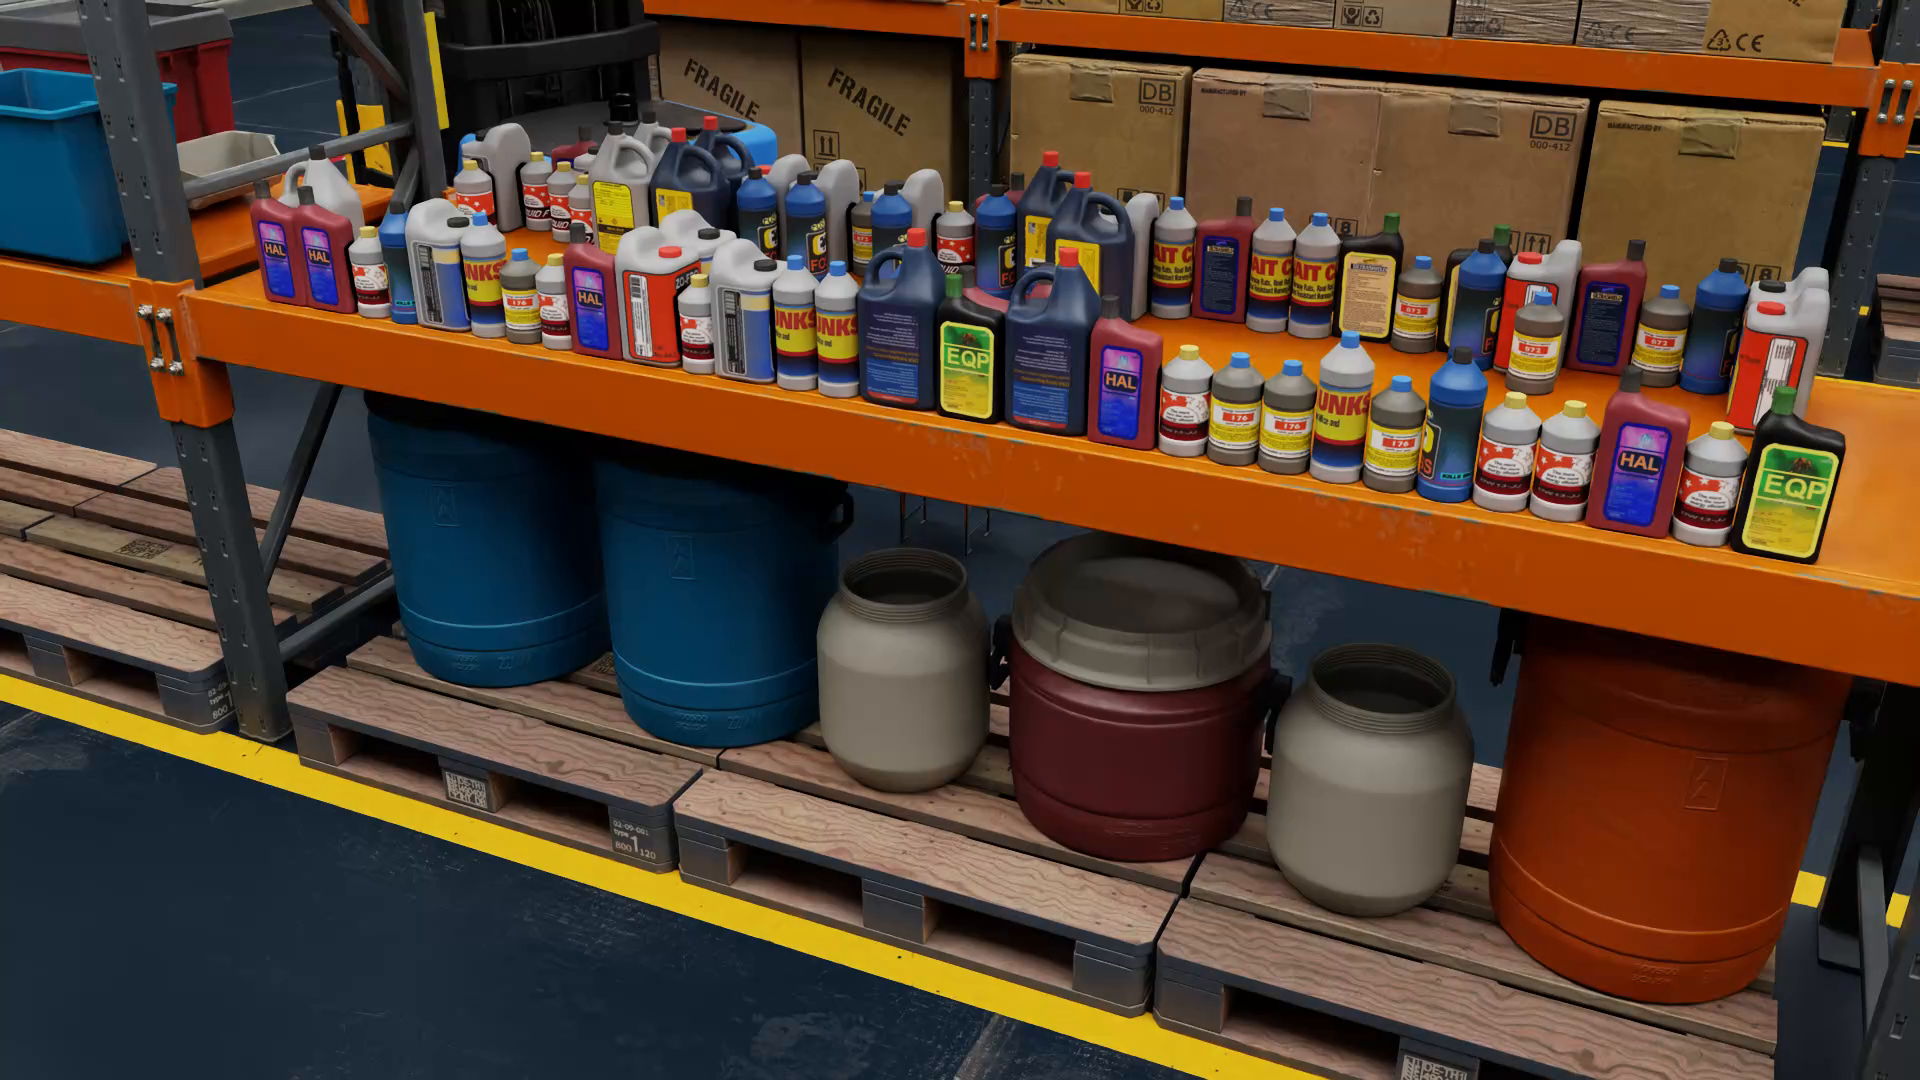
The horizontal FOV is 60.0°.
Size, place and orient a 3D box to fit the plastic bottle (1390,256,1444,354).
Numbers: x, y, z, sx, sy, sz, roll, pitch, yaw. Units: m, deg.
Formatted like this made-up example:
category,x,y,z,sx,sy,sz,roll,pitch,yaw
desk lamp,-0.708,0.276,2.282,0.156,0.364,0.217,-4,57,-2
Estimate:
category,x,y,z,sx,sy,sz,roll,pitch,yaw
plastic bottle,1.000,-0.518,3.630,0.097,0.201,0.097,0,26,0

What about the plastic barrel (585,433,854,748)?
category,x,y,z,sx,sy,sz,roll,pitch,yaw
plastic barrel,-0.612,0.001,4.252,0.708,0.901,0.600,11,28,22

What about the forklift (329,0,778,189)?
category,x,y,z,sx,sy,sz,roll,pitch,yaw
forklift,-2.111,-2.335,7.175,1.130,2.935,3.031,-23,34,-39

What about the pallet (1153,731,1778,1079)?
category,x,y,z,sx,sy,sz,roll,pitch,yaw
pallet,1.162,0.867,3.750,1.213,0.211,1.003,11,28,22

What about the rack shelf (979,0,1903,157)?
category,x,y,z,sx,sy,sz,roll,pitch,yaw
rack shelf,2.126,-2.291,7.822,4.000,0.370,1.077,11,28,22

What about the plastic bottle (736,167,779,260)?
category,x,y,z,sx,sy,sz,roll,pitch,yaw
plastic bottle,-0.495,-0.775,4.075,0.097,0.271,0.097,0,26,0

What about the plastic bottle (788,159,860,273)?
category,x,y,z,sx,sy,sz,roll,pitch,yaw
plastic bottle,-0.338,-0.807,4.133,0.135,0.276,0.152,11,28,22

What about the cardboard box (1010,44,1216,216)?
category,x,y,z,sx,sy,sz,roll,pitch,yaw
cardboard box,0.896,-2.106,8.561,0.875,0.875,1.225,11,28,22

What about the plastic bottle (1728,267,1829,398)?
category,x,y,z,sx,sy,sz,roll,pitch,yaw
plastic bottle,1.636,-0.410,3.327,0.135,0.276,0.152,11,28,22

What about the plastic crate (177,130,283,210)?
category,x,y,z,sx,sy,sz,roll,pitch,yaw
plastic crate,-2.109,-1.039,4.695,0.243,0.136,0.396,11,28,22

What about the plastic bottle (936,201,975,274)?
category,x,y,z,sx,sy,sz,roll,pitch,yaw
plastic bottle,-0.010,-0.720,4.042,0.097,0.201,0.097,0,26,0

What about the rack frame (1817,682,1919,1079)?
category,x,y,z,sx,sy,sz,roll,pitch,yaw
rack frame,1.897,-0.256,2.875,0.127,3.000,1.000,11,28,22

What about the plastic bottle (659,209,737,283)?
category,x,y,z,sx,sy,sz,roll,pitch,yaw
plastic bottle,-0.575,-0.586,3.685,0.135,0.276,0.152,11,28,22

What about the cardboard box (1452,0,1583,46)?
category,x,y,z,sx,sy,sz,roll,pitch,yaw
cardboard box,2.470,-2.471,7.259,0.500,0.500,0.500,10,28,20

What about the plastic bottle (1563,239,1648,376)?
category,x,y,z,sx,sy,sz,roll,pitch,yaw
plastic bottle,1.356,-0.492,3.485,0.133,0.283,0.061,11,28,22

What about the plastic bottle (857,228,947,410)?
category,x,y,z,sx,sy,sz,roll,pitch,yaw
plastic bottle,-0.106,-0.450,3.324,0.185,0.351,0.144,11,28,22

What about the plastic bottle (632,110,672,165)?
category,x,y,z,sx,sy,sz,roll,pitch,yaw
plastic bottle,-0.772,-0.929,4.297,0.185,0.351,0.144,11,28,22

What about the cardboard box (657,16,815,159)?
category,x,y,z,sx,sy,sz,roll,pitch,yaw
cardboard box,-1.081,-2.532,9.427,0.875,0.875,0.875,11,28,22

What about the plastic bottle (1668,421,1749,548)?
category,x,y,z,sx,sy,sz,roll,pitch,yaw
plastic bottle,1.254,-0.098,2.779,0.097,0.201,0.097,0,26,0

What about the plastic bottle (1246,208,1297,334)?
category,x,y,z,sx,sy,sz,roll,pitch,yaw
plastic bottle,0.701,-0.609,3.737,0.097,0.271,0.097,0,26,0

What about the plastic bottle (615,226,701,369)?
category,x,y,z,sx,sy,sz,roll,pitch,yaw
plastic bottle,-0.638,-0.525,3.561,0.135,0.276,0.152,11,28,22

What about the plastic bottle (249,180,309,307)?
category,x,y,z,sx,sy,sz,roll,pitch,yaw
plastic bottle,-1.587,-0.697,3.902,0.133,0.283,0.061,11,28,22

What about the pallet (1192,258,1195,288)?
category,x,y,z,sx,sy,sz,roll,pitch,yaw
pallet,1.039,-1.618,8.796,1.213,0.211,1.003,11,28,22

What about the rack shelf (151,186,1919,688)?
category,x,y,z,sx,sy,sz,roll,pitch,yaw
rack shelf,0.076,-0.299,3.777,4.000,0.370,1.077,11,28,22

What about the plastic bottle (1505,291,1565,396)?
category,x,y,z,sx,sy,sz,roll,pitch,yaw
plastic bottle,1.181,-0.407,3.407,0.097,0.201,0.097,0,26,0

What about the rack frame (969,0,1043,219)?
category,x,y,z,sx,sy,sz,roll,pitch,yaw
rack frame,0.306,-2.979,8.406,0.127,3.000,1.000,11,28,22

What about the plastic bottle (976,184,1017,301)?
category,x,y,z,sx,sy,sz,roll,pitch,yaw
plastic bottle,0.086,-0.703,3.928,0.097,0.271,0.097,0,26,0

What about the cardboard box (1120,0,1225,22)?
category,x,y,z,sx,sy,sz,roll,pitch,yaw
cardboard box,1.079,-2.748,7.823,0.500,0.500,0.500,11,28,22

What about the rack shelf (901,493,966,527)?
category,x,y,z,sx,sy,sz,roll,pitch,yaw
rack shelf,-0.049,-0.222,5.665,0.240,0.259,0.215,11,28,22

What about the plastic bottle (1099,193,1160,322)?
category,x,y,z,sx,sy,sz,roll,pitch,yaw
plastic bottle,0.374,-0.664,3.842,0.135,0.276,0.152,11,28,22

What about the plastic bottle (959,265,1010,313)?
category,x,y,z,sx,sy,sz,roll,pitch,yaw
plastic bottle,0.047,-0.398,3.295,0.133,0.283,0.061,11,28,22

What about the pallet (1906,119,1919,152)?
category,x,y,z,sx,sy,sz,roll,pitch,yaw
pallet,6.778,-2.798,11.195,1.213,0.211,1.003,11,28,22

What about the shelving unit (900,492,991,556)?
category,x,y,z,sx,sy,sz,roll,pitch,yaw
shelving unit,-0.049,-0.481,5.538,0.252,1.050,0.215,11,28,22

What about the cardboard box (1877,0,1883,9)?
category,x,y,z,sx,sy,sz,roll,pitch,yaw
cardboard box,8.559,-5.135,15.283,0.625,0.372,0.950,9,28,18

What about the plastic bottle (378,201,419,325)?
category,x,y,z,sx,sy,sz,roll,pitch,yaw
plastic bottle,-1.265,-0.636,3.791,0.097,0.271,0.097,0,26,0

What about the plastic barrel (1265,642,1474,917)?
category,x,y,z,sx,sy,sz,roll,pitch,yaw
plastic barrel,0.893,0.521,3.636,0.421,0.512,0.421,0,26,0

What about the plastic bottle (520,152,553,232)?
category,x,y,z,sx,sy,sz,roll,pitch,yaw
plastic bottle,-1.135,-0.946,4.501,0.097,0.201,0.097,0,26,0

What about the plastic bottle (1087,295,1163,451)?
category,x,y,z,sx,sy,sz,roll,pitch,yaw
plastic bottle,0.311,-0.316,3.127,0.133,0.283,0.061,11,28,22

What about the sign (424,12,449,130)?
category,x,y,z,sx,sy,sz,roll,pitch,yaw
sign,-1.515,-1.333,4.748,0.005,0.325,0.100,11,28,22

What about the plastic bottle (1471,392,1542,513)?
category,x,y,z,sx,sy,sz,roll,pitch,yaw
plastic bottle,0.956,-0.158,2.900,0.097,0.201,0.097,0,26,0

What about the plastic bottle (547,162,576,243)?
category,x,y,z,sx,sy,sz,roll,pitch,yaw
plastic bottle,-1.039,-0.898,4.402,0.097,0.201,0.097,0,26,0

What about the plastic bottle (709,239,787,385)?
category,x,y,z,sx,sy,sz,roll,pitch,yaw
plastic bottle,-0.427,-0.483,3.475,0.135,0.276,0.152,11,28,22

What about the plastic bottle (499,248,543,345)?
category,x,y,z,sx,sy,sz,roll,pitch,yaw
plastic bottle,-0.965,-0.544,3.684,0.097,0.201,0.097,0,26,0

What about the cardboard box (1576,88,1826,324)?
category,x,y,z,sx,sy,sz,roll,pitch,yaw
cardboard box,3.327,-1.618,7.570,0.875,0.875,1.225,10,28,19

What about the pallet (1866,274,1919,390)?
category,x,y,z,sx,sy,sz,roll,pitch,yaw
pallet,4.658,-0.854,7.245,1.213,0.211,1.003,11,28,22

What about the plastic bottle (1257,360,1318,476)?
category,x,y,z,sx,sy,sz,roll,pitch,yaw
plastic bottle,0.601,-0.229,3.045,0.097,0.201,0.097,0,26,0
